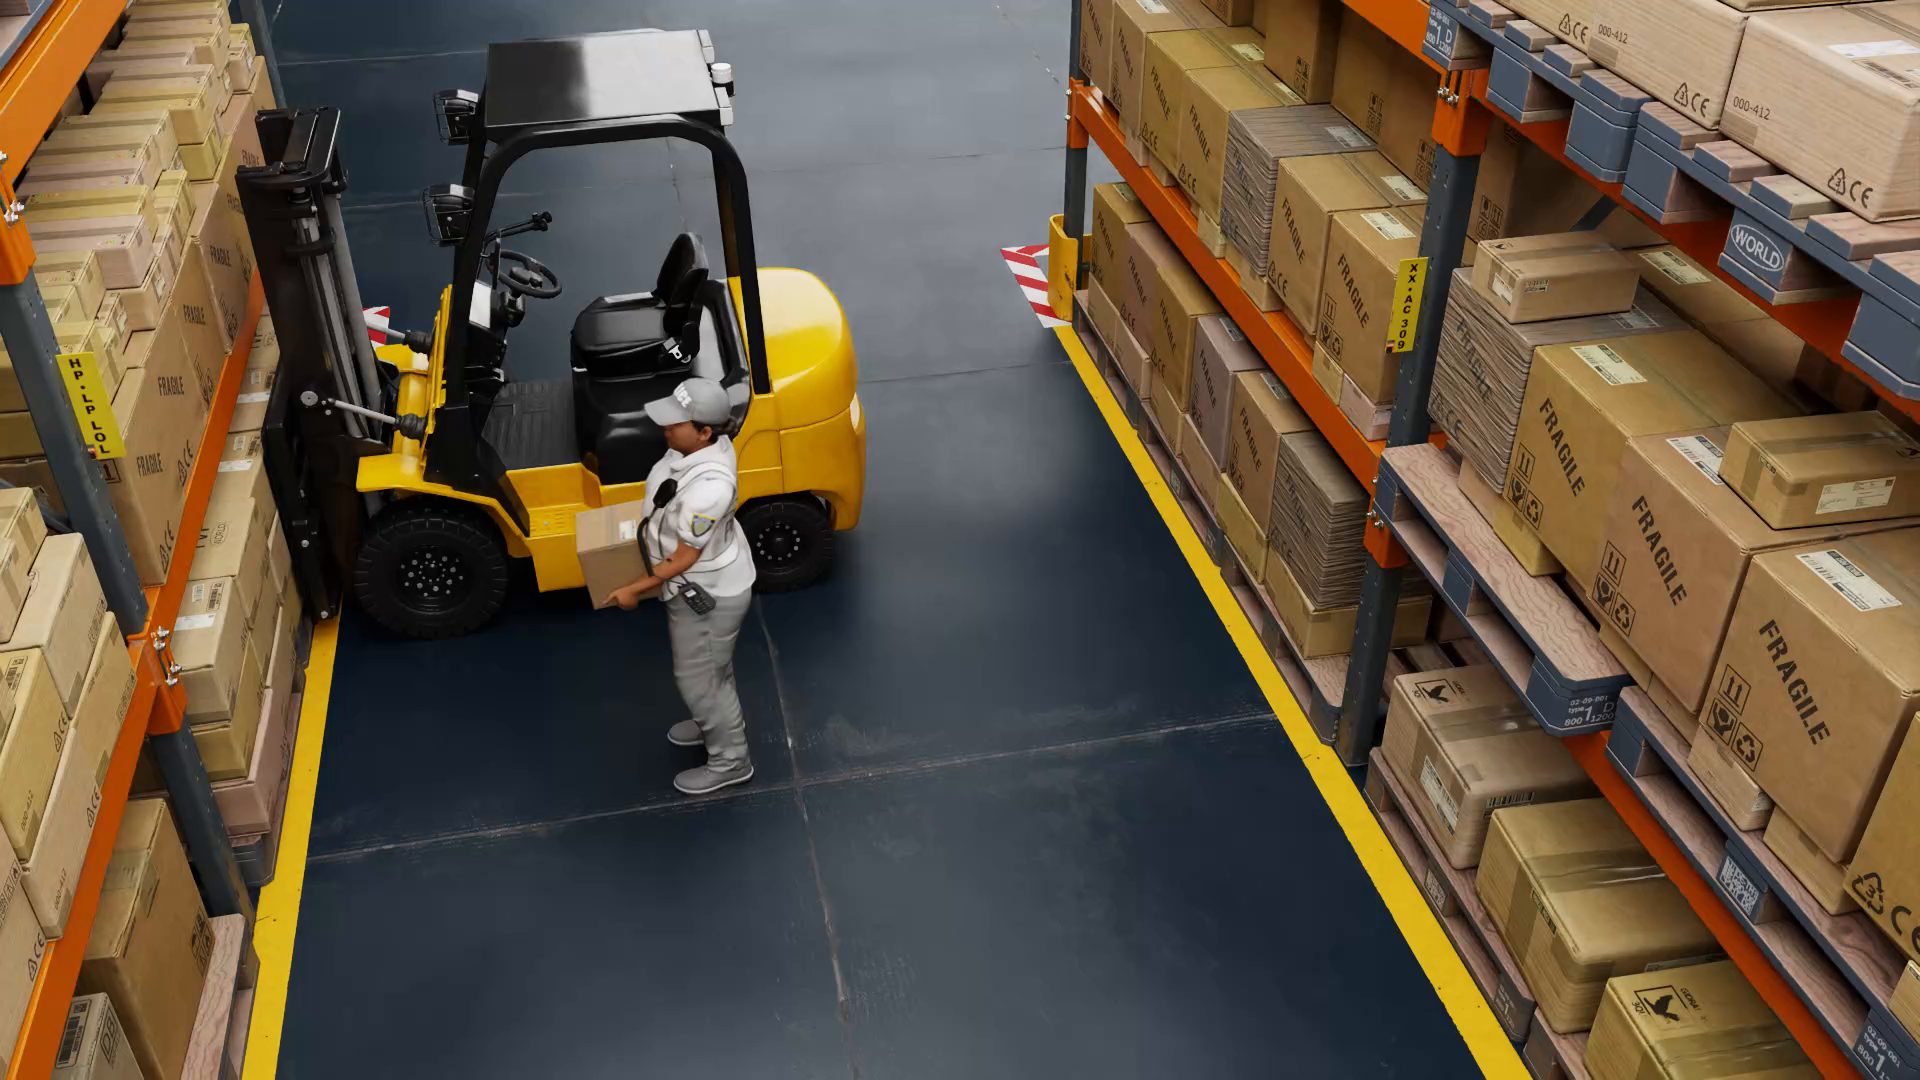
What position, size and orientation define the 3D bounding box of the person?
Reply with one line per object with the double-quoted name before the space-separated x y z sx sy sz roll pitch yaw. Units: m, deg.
"person" -0.993 0.167 5.908 0.535 1.653 0.452 -7 35 -10
